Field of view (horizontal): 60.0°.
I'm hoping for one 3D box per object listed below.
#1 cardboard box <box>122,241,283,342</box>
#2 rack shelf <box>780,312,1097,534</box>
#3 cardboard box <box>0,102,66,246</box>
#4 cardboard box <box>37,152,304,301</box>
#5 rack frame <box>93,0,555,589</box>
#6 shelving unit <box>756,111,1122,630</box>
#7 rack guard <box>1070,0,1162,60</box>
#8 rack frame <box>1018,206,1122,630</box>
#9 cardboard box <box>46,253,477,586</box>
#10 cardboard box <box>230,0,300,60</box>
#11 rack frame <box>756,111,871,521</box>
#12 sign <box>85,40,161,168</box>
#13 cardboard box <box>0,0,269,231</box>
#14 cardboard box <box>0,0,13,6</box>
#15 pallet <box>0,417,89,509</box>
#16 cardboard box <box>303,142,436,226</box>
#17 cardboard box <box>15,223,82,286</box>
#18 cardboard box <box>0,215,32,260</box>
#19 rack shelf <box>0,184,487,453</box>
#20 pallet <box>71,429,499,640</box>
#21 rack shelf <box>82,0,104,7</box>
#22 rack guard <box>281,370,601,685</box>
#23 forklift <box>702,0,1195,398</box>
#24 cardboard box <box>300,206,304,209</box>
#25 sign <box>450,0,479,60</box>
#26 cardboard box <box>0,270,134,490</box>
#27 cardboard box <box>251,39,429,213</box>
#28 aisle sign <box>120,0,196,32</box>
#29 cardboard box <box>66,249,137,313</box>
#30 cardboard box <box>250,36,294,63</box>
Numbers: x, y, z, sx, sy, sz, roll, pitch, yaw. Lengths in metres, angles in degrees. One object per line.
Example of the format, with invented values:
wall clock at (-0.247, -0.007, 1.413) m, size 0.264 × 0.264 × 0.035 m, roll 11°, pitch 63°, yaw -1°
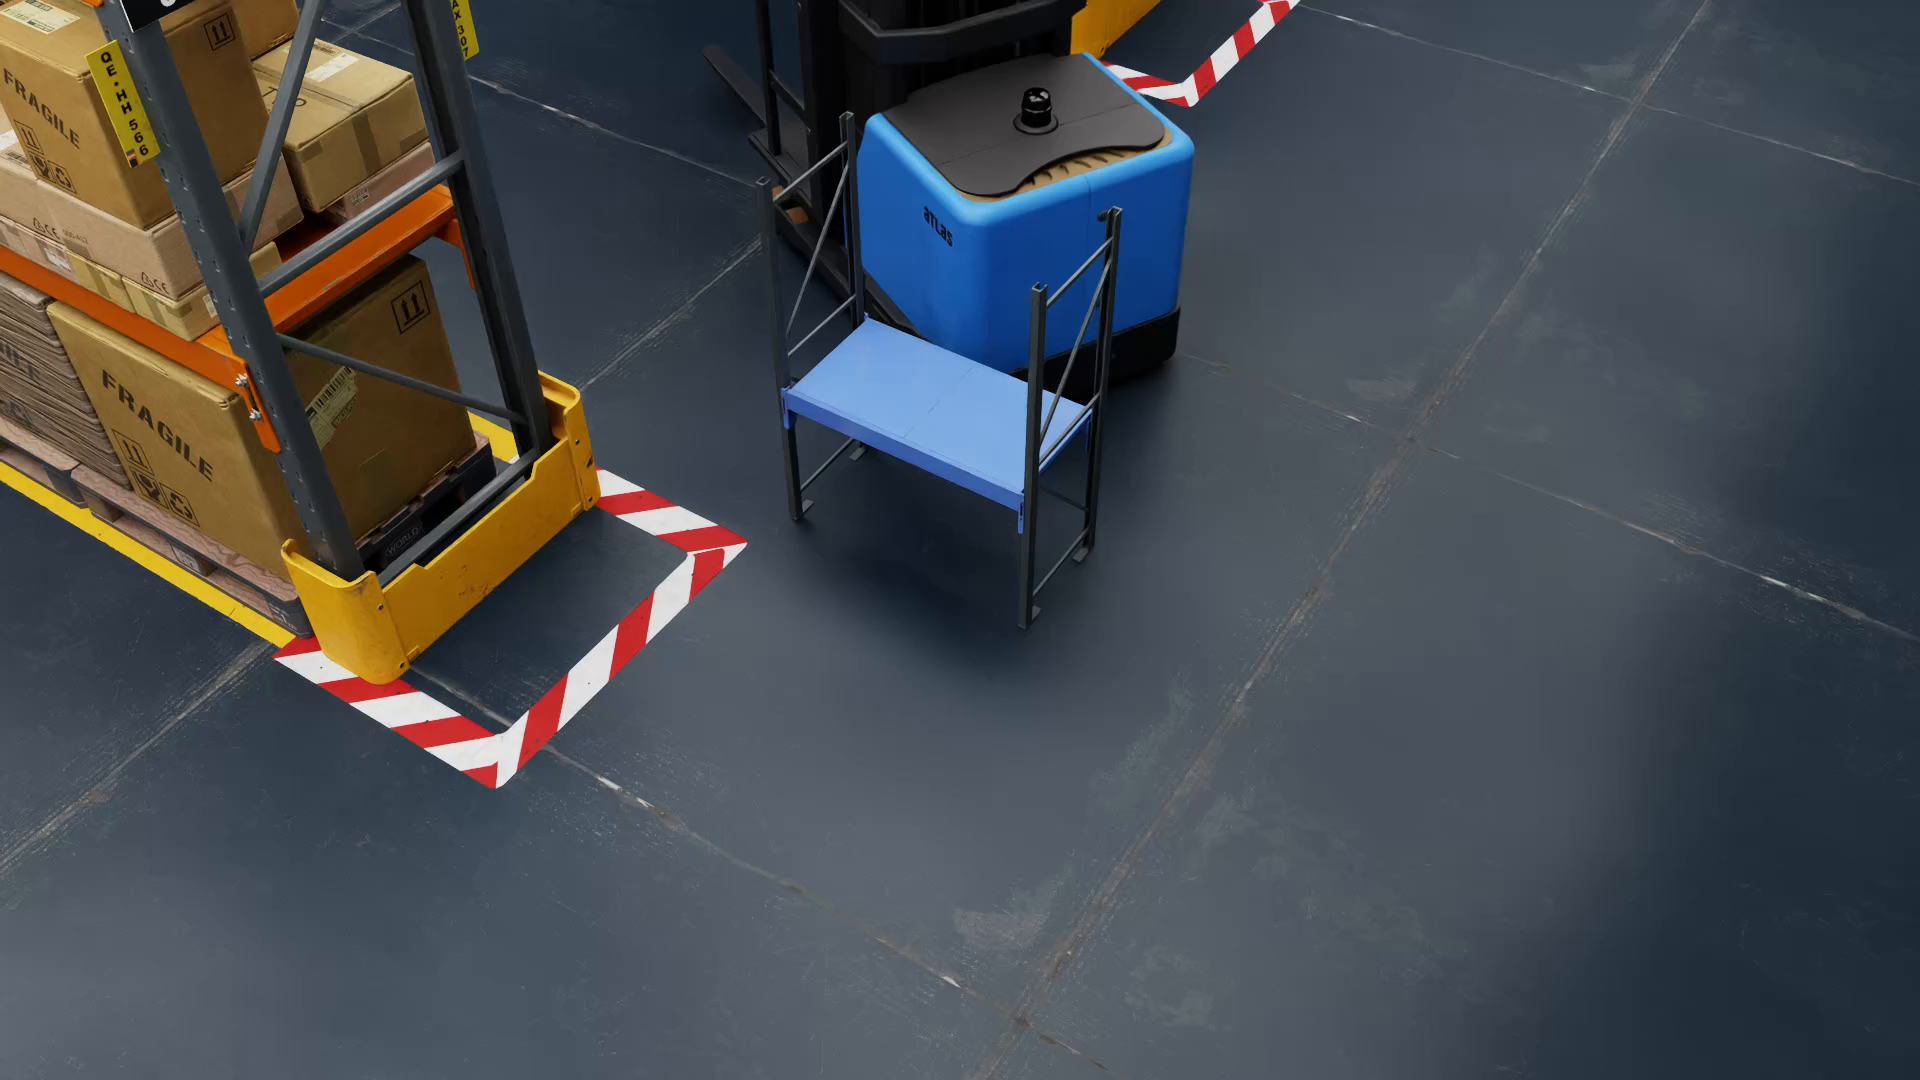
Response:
cardboard box at (-2.318, -0.805, 5.116) m, size 0.250 × 0.149 × 0.380 m, roll 26°, pitch 51°, yaw 23°
rack shelf at (-0.072, -0.430, 5.873) m, size 1.000 × 0.185 × 0.538 m, roll 25°, pitch 51°, yaw 22°
cardboard box at (-2.818, -1.229, 5.250) m, size 0.500 × 0.250 × 0.500 m, roll 24°, pitch 50°, yaw 21°
cardboard box at (-2.391, -1.032, 5.059) m, size 0.500 × 0.250 × 0.500 m, roll 24°, pitch 50°, yaw 22°
rack frame at (-1.840, -0.953, 5.085) m, size 0.127 × 3.000 × 1.000 m, roll 25°, pitch 51°, yaw 22°
shelving unit at (-0.072, -0.556, 5.744) m, size 1.048 × 1.500 × 0.538 m, roll 25°, pitch 51°, yaw 22°
rack guard at (0.861, -3.071, 8.885) m, size 0.348 × 0.500 × 1.175 m, roll 25°, pitch 51°, yaw 22°
rack frame at (0.356, -0.359, 5.553) m, size 0.032 × 1.500 × 0.500 m, roll 25°, pitch 51°, yaw 22°
cardboard box at (-2.422, -0.559, 5.890) m, size 0.875 × 0.875 × 0.875 m, roll 25°, pitch 51°, yaw 22°
cardboard box at (-2.519, -1.809, 5.290) m, size 0.500 × 0.500 × 0.500 m, roll 24°, pitch 50°, yaw 21°
rack frame at (-0.500, -0.753, 5.935) m, size 0.032 × 1.500 × 0.500 m, roll 25°, pitch 51°, yaw 22°
sign at (-2.145, -1.117, 4.272) m, size 0.005 × 0.325 × 0.100 m, roll 25°, pitch 51°, yaw 22°
cardboard box at (-2.392, -1.296, 4.792) m, size 0.500 × 0.500 × 0.500 m, roll 25°, pitch 51°, yaw 23°
cardboard box at (-2.959, -2.006, 5.482) m, size 0.500 × 0.500 × 0.500 m, roll 23°, pitch 50°, yaw 21°
pallet at (-3.578, -0.717, 6.800) m, size 1.213 × 0.211 × 1.003 m, roll 25°, pitch 51°, yaw 22°
cardboard box at (-1.961, -1.203, 5.502) m, size 0.250 × 0.149 × 0.380 m, roll 25°, pitch 51°, yaw 23°
cardboard box at (-2.749, -1.003, 5.308) m, size 0.250 × 0.149 × 0.380 m, roll 25°, pitch 51°, yaw 22°
cardboard box at (-2.959, -1.100, 5.403) m, size 0.250 × 0.149 × 0.380 m, roll 26°, pitch 51°, yaw 23°
rack shelf at (-3.524, -1.477, 6.095) m, size 4.000 × 0.370 × 1.077 m, roll 25°, pitch 51°, yaw 22°
pallet at (-2.555, -0.244, 6.340) m, size 1.213 × 0.211 × 1.003 m, roll 25°, pitch 51°, yaw 22°
rack shelf at (-3.524, -2.522, 5.020) m, size 4.000 × 0.370 × 1.077 m, roll 25°, pitch 51°, yaw 22°
rack guard at (-1.820, -0.073, 5.972) m, size 0.348 × 0.500 × 1.175 m, roll 25°, pitch 51°, yaw 22°
forklift at (-0.262, -2.510, 6.645) m, size 1.130 × 2.935 × 3.031 m, roll -22°, pitch 50°, yaw -20°
cardboard box at (-2.178, -1.301, 5.598) m, size 0.250 × 0.149 × 0.380 m, roll 24°, pitch 50°, yaw 22°
sign at (-1.536, -1.615, 5.069) m, size 0.005 × 0.325 × 0.100 m, roll 25°, pitch 51°, yaw 22°
cardboard box at (-3.188, -0.911, 6.233) m, size 0.875 × 0.875 × 0.875 m, roll 25°, pitch 51°, yaw 22°
cardboard box at (-2.098, -1.354, 5.371) m, size 0.500 × 0.250 × 0.500 m, roll 23°, pitch 50°, yaw 21°
aisle sign at (-1.942, -1.650, 3.950) m, size 0.004 × 0.787 × 0.394 m, roll 25°, pitch 51°, yaw 22°
cardboard box at (-2.537, -0.905, 5.213) m, size 0.250 × 0.149 × 0.380 m, roll 25°, pitch 51°, yaw 22°
cardboard box at (-2.540, -1.551, 5.563) m, size 0.500 × 0.250 × 0.500 m, roll 24°, pitch 51°, yaw 22°
